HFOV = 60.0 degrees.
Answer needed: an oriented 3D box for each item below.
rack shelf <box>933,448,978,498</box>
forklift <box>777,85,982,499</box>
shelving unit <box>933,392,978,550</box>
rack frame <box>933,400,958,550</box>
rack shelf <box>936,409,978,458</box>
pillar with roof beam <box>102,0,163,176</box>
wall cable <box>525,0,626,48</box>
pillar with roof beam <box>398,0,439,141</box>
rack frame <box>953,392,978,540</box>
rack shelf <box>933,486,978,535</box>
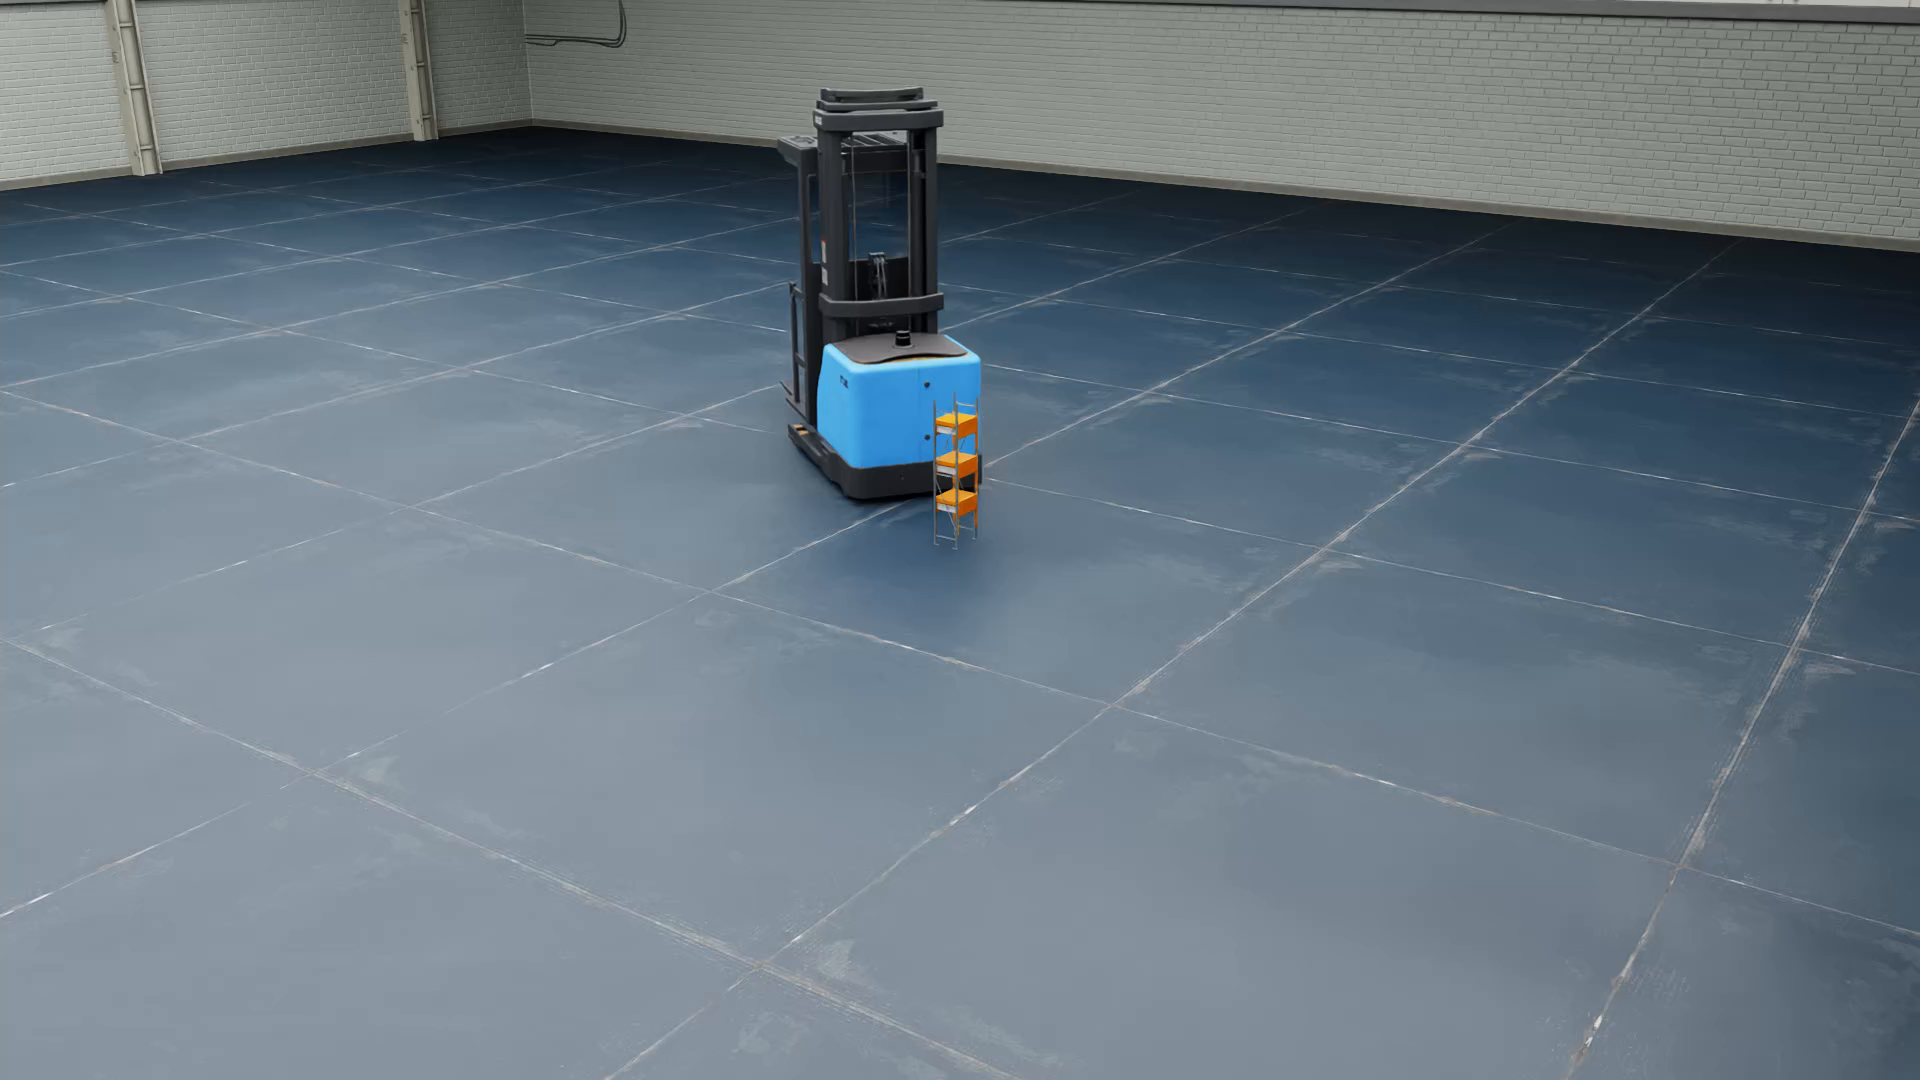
[{"bbox_3d":[-0.030,-0.467,11.545,0.215,0.259,0.240,13,24,32],"label":"rack shelf"},{"bbox_3d":[-0.801,-2.158,13.376,1.130,2.935,3.031,-7,21,-18],"label":"forklift"},{"bbox_3d":[-0.030,-0.477,11.541,0.215,1.050,0.252,13,24,32],"label":"shelving unit"},{"bbox_3d":[-0.099,-0.442,11.447,0.200,1.050,0.008,13,24,32],"label":"rack frame"},{"bbox_3d":[-0.030,-0.733,11.447,0.215,0.259,0.240,13,24,32],"label":"rack shelf"},{"bbox_3d":[-10.644,-9.783,25.242,9.100,9.000,0.400,13,24,32],"label":"pillar with roof beam"},{"bbox_3d":[-8.082,-11.475,34.292,3.097,2.526,0.112,13,24,32],"label":"wall cable"},{"bbox_3d":[-7.271,-11.505,29.896,9.100,9.000,0.400,13,24,32],"label":"pillar with roof beam"},{"bbox_3d":[0.038,-0.512,11.636,0.200,1.050,0.008,13,24,32],"label":"rack frame"},{"bbox_3d":[-0.030,-0.206,11.641,0.215,0.259,0.240,13,24,32],"label":"rack shelf"}]
